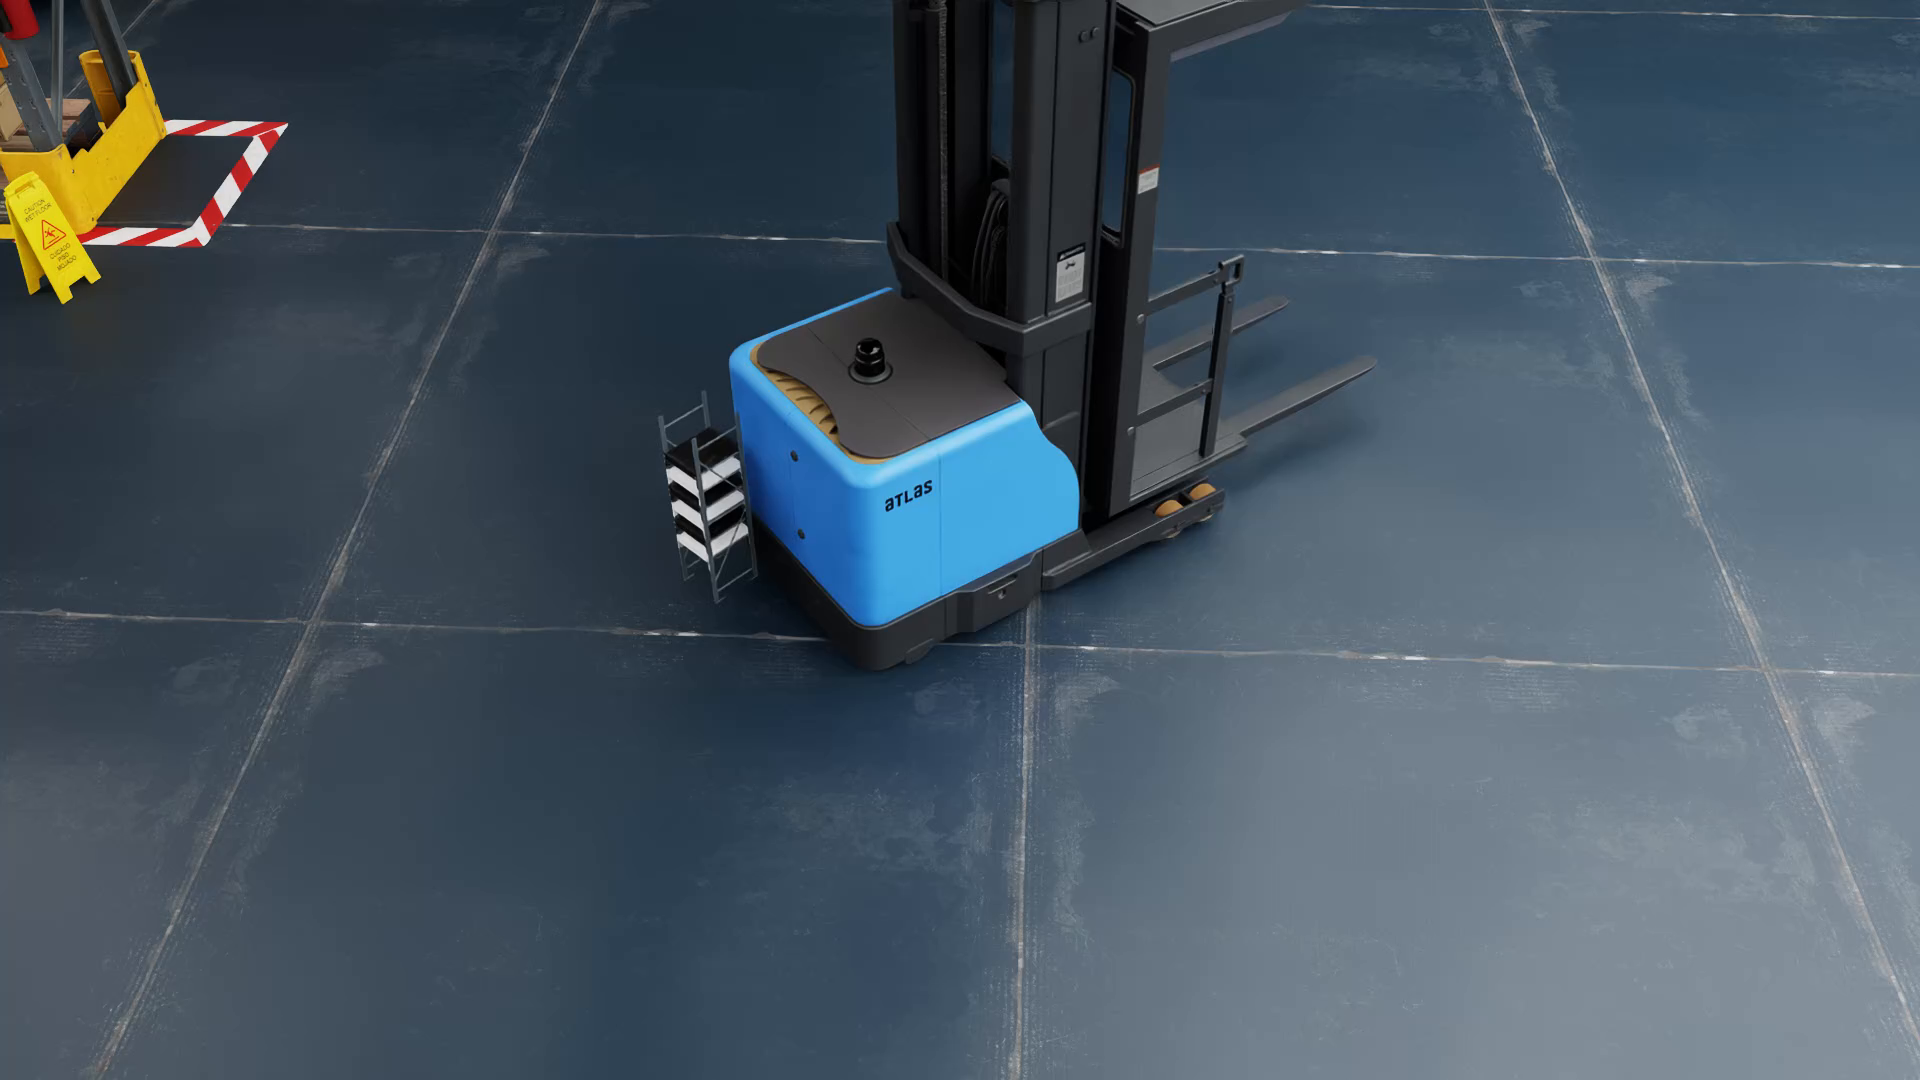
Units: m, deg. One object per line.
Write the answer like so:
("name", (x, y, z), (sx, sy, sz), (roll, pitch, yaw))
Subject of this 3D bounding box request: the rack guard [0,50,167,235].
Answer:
("rack guard", (-4.937, -2.260, 9.394), (0.348, 0.500, 1.175), (2, 43, 2))

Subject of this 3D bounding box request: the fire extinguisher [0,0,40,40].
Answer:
("fire extinguisher", (-4.768, -2.826, 8.225), (0.183, 0.674, 0.296), (2, 43, 2))

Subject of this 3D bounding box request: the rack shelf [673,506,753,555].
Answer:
("rack shelf", (-1.028, -0.074, 6.934), (0.200, 0.077, 0.258), (33, 52, 30))

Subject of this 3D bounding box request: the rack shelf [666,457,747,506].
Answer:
("rack shelf", (-1.029, -0.271, 6.750), (0.200, 0.077, 0.258), (33, 52, 30))

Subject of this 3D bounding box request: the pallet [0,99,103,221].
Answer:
("pallet", (-5.747, -2.203, 9.545), (1.213, 0.211, 1.003), (2, 43, 2))

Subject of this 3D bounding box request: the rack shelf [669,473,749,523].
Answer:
("rack shelf", (-1.028, -0.205, 6.811), (0.200, 0.077, 0.258), (33, 52, 30))

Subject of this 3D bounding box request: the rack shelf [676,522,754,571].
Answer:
("rack shelf", (-1.028, -0.008, 6.996), (0.200, 0.077, 0.258), (33, 52, 30))

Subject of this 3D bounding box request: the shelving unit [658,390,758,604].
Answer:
("shelving unit", (-1.028, -0.164, 6.850), (0.210, 0.900, 0.258), (33, 52, 30))

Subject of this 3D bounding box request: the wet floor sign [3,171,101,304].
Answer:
("wet floor sign", (-4.720, -1.576, 8.554), (0.232, 0.644, 0.267), (16, 45, 16))

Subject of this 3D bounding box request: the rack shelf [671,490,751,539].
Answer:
("rack shelf", (-1.028, -0.140, 6.873), (0.200, 0.077, 0.258), (33, 52, 30))

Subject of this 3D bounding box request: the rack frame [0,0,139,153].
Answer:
("rack frame", (-4.861, -3.172, 8.540), (0.127, 3.000, 1.000), (2, 43, 2))

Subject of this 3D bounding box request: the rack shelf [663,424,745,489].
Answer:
("rack shelf", (-1.029, -0.337, 6.689), (0.200, 0.077, 0.258), (33, 52, 30))

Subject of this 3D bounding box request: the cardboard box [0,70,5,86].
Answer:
("cardboard box", (-5.679, -2.807, 9.307), (0.500, 0.500, 0.500), (0, 43, 0))

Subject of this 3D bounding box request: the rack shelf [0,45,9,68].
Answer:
("rack shelf", (-6.859, -2.970, 8.851), (4.000, 0.370, 1.077), (2, 43, 2))

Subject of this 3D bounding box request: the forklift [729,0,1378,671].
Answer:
("forklift", (0.566, -1.353, 6.638), (3.031, 2.935, 1.130), (-26, 49, -25))

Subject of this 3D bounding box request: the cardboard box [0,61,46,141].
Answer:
("cardboard box", (-5.655, -2.533, 9.563), (0.500, 0.250, 0.500), (1, 43, 2))

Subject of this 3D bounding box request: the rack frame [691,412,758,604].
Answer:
("rack frame", (-0.955, -0.116, 6.799), (0.006, 0.900, 0.240), (33, 52, 30))

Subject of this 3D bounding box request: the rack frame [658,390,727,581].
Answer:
("rack frame", (-1.102, -0.212, 6.901), (0.006, 0.900, 0.240), (33, 52, 30))
